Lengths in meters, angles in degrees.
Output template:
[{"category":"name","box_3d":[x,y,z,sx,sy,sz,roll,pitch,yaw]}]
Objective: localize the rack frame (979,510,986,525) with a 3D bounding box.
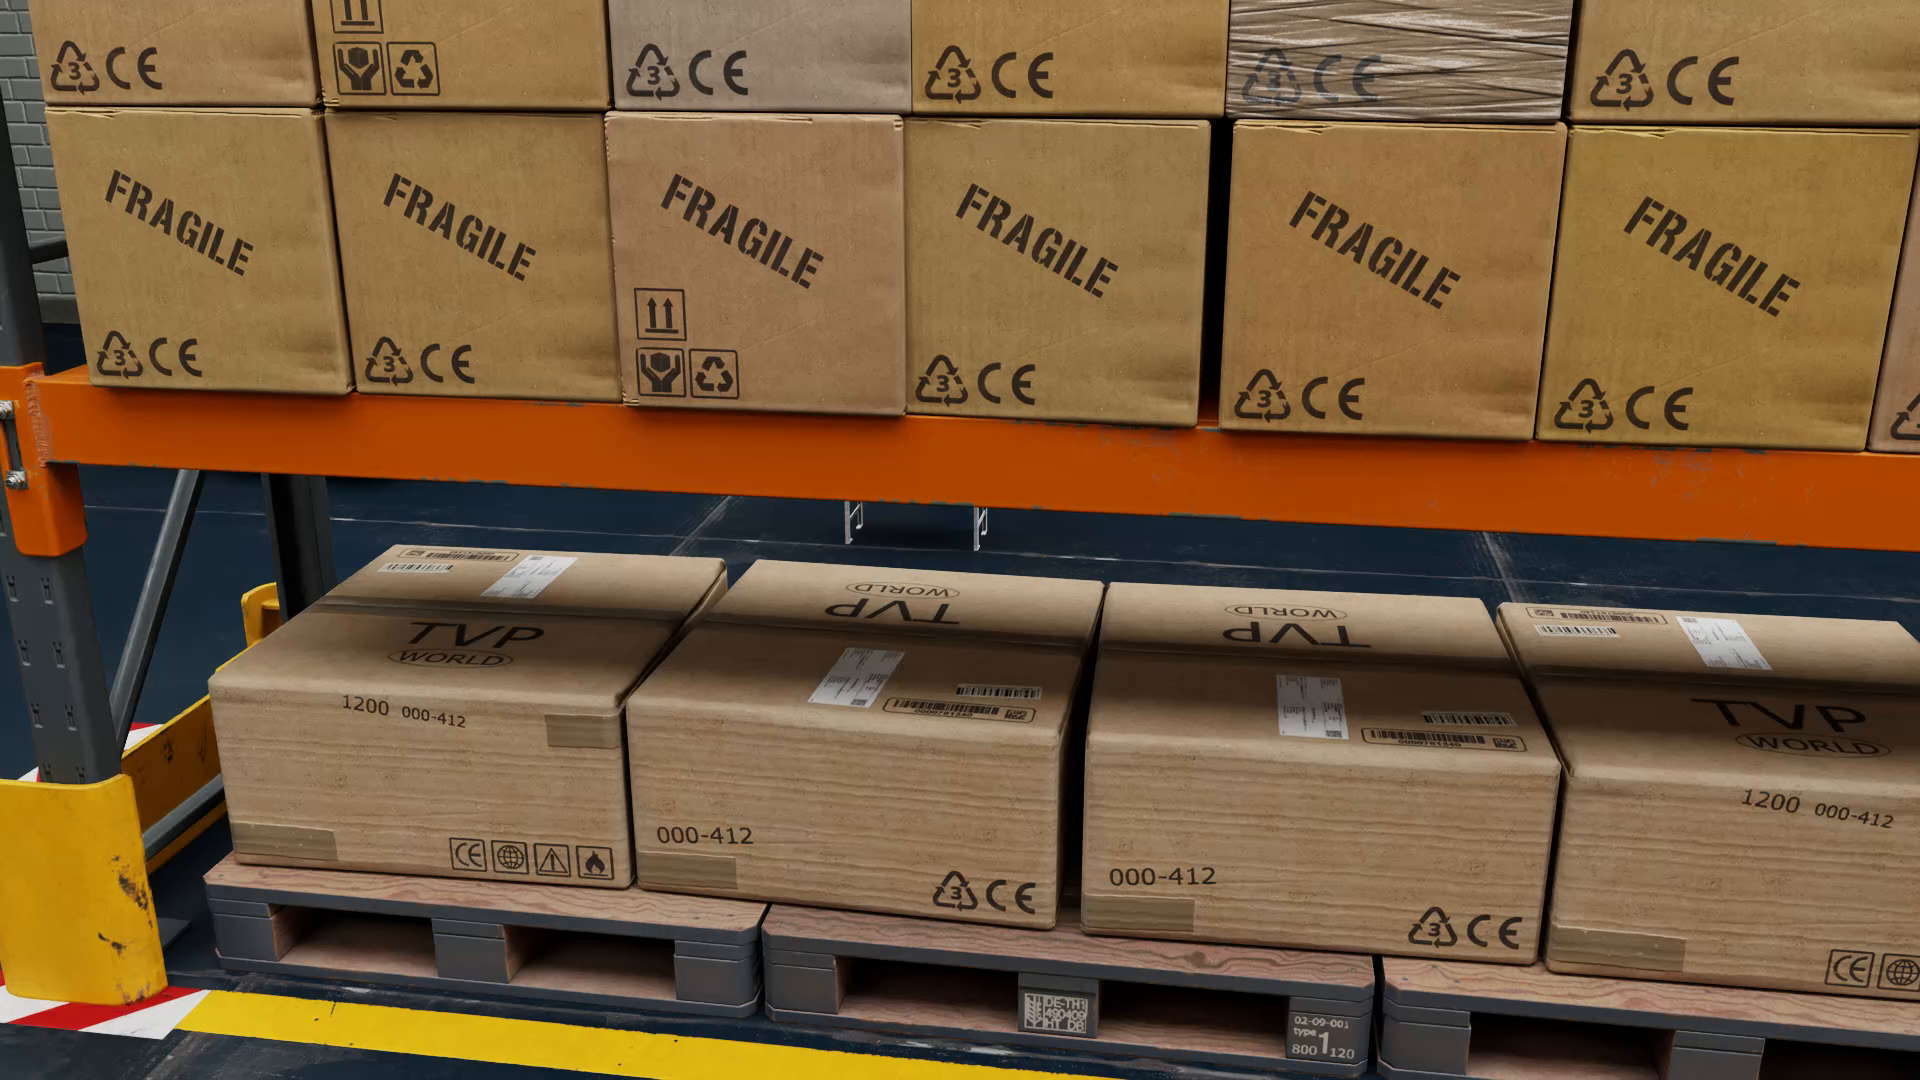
[{"category":"rack frame","box_3d":[0.078,-0.565,6.102,0.006,1.046,0.228,3,19,9]}]

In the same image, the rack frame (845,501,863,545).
[{"category":"rack frame","box_3d":[-0.404,-0.590,6.174,0.015,1.200,0.240,3,19,9]}]

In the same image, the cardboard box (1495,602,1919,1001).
[{"category":"cardboard box","box_3d":[1.612,0.504,3.446,0.875,0.438,0.875,3,19,8]}]

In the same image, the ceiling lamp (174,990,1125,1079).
[{"category":"ceiling lamp","box_3d":[0.131,1.052,3.160,3.459,0.001,0.159,3,19,9]}]

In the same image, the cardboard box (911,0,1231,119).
[{"category":"cardboard box","box_3d":[0.208,-0.984,2.784,0.500,0.500,0.500,3,19,9]}]

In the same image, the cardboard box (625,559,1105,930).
[{"category":"cardboard box","box_3d":[-0.162,0.413,3.717,0.875,0.438,0.875,3,19,10]}]

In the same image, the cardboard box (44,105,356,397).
[{"category":"cardboard box","box_3d":[-1.306,-0.581,3.156,0.500,0.500,0.500,3,19,8]}]

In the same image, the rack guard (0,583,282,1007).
[{"category":"rack guard","box_3d":[-1.758,0.536,3.913,0.348,0.500,1.175,3,19,9]}]

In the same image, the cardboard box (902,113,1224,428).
[{"category":"cardboard box","box_3d":[0.194,-0.513,2.952,0.500,0.500,0.500,4,19,10]}]

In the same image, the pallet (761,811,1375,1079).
[{"category":"pallet","box_3d":[0.268,0.752,3.722,1.213,0.211,1.003,3,19,9]}]

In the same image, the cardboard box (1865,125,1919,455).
[{"category":"cardboard box","box_3d":[1.716,-0.437,2.725,0.500,0.500,0.500,3,19,9]}]

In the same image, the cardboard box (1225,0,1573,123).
[{"category":"cardboard box","box_3d":[1.057,-1.421,2.472,1.234,1.526,0.509,4,19,10]}]

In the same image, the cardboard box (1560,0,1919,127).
[{"category":"cardboard box","box_3d":[1.205,-0.934,2.633,0.500,0.500,0.500,3,19,8]}]

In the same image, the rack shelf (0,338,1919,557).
[{"category":"rack shelf","box_3d":[0.240,-0.206,3.326,4.000,0.370,1.077,3,19,9]}]

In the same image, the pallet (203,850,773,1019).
[{"category":"pallet","box_3d":[-0.933,0.690,3.908,1.213,0.211,1.003,3,19,9]}]

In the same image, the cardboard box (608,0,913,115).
[{"category":"cardboard box","box_3d":[-0.285,-1.009,2.858,0.500,0.500,0.500,3,19,8]}]

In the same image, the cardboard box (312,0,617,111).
[{"category":"cardboard box","box_3d":[-0.795,-1.032,2.928,0.500,0.500,0.500,2,19,7]}]

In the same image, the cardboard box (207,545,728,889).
[{"category":"cardboard box","box_3d":[-1.067,0.370,3.847,0.875,0.438,0.875,2,19,7]}]

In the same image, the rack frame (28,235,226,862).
[{"category":"rack frame","box_3d":[-1.734,-0.649,3.516,0.053,2.616,0.949,3,19,9]}]

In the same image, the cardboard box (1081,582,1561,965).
[{"category":"cardboard box","box_3d":[0.728,0.459,3.580,0.875,0.438,0.875,2,19,7]}]

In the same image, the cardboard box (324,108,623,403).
[{"category":"cardboard box","box_3d":[-0.802,-0.565,3.106,0.500,0.500,0.500,3,19,8]}]
